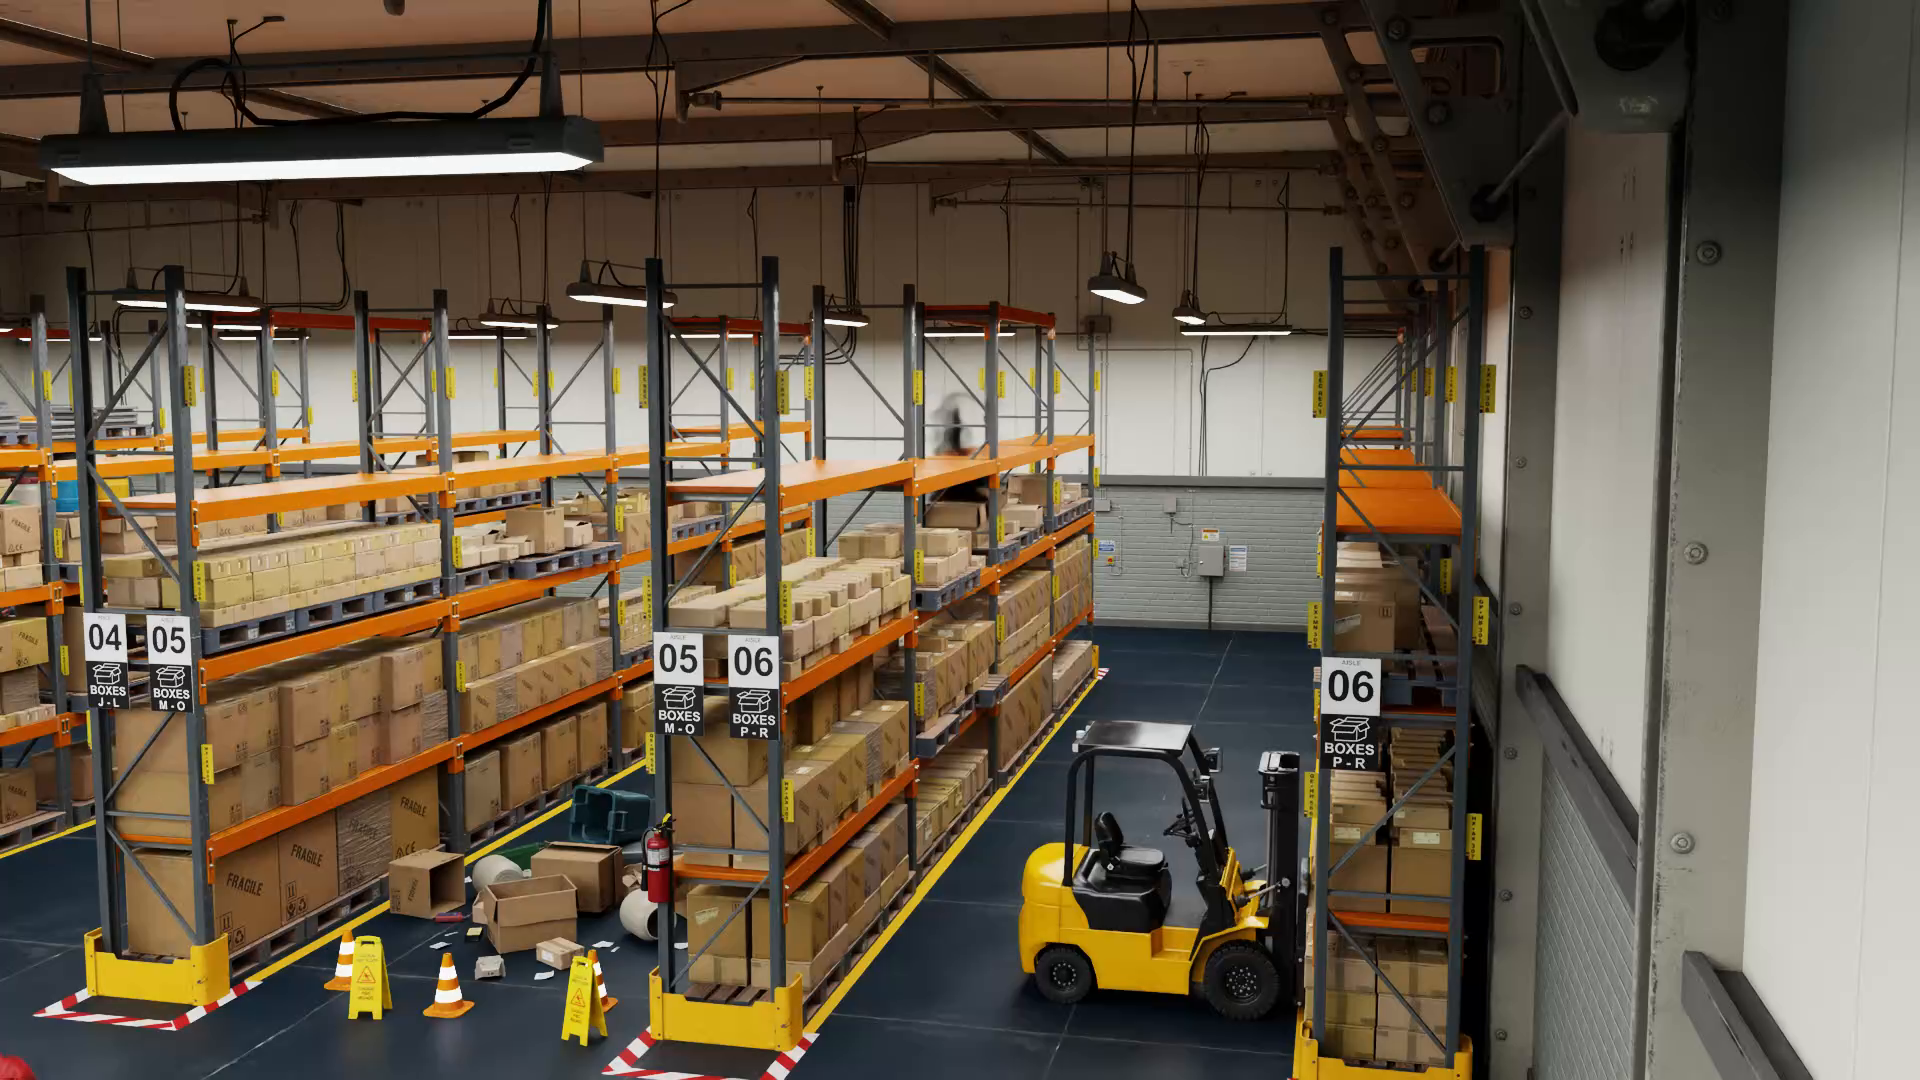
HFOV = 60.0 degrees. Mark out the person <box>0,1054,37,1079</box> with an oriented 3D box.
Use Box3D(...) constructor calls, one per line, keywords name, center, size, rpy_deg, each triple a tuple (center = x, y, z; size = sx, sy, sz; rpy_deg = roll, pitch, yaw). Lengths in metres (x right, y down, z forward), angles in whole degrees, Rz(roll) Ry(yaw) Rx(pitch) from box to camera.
Box3D(name="person", center=(-5.265, 3.389, 8.911), size=(0.661, 1.721, 0.964), rpy_deg=(-3, 7, -29))
